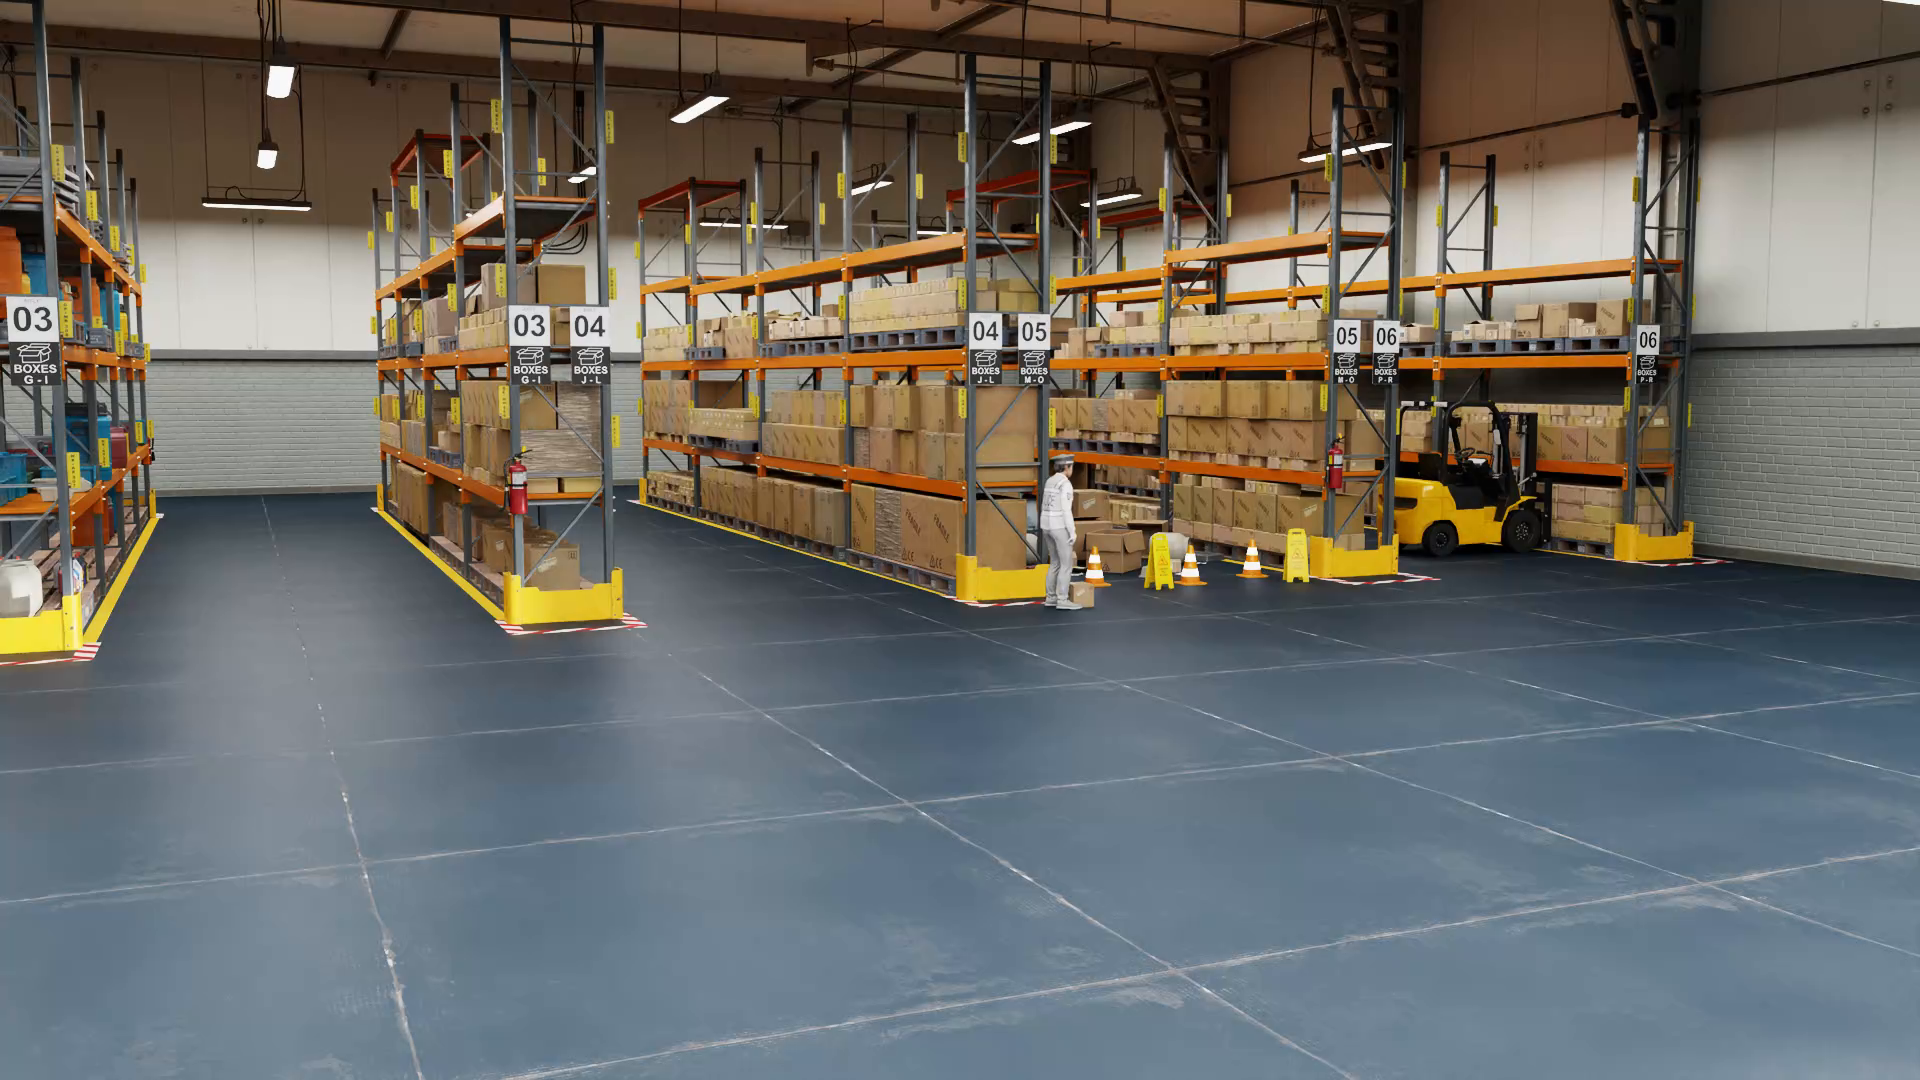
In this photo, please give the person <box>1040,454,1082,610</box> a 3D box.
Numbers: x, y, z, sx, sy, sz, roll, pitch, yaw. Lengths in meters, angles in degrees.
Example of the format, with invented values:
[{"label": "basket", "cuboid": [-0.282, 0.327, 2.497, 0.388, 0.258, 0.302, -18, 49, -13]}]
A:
[{"label": "person", "cuboid": [1.078, -0.096, 17.983, 0.377, 1.663, 0.538, -3, 6, -25]}]
